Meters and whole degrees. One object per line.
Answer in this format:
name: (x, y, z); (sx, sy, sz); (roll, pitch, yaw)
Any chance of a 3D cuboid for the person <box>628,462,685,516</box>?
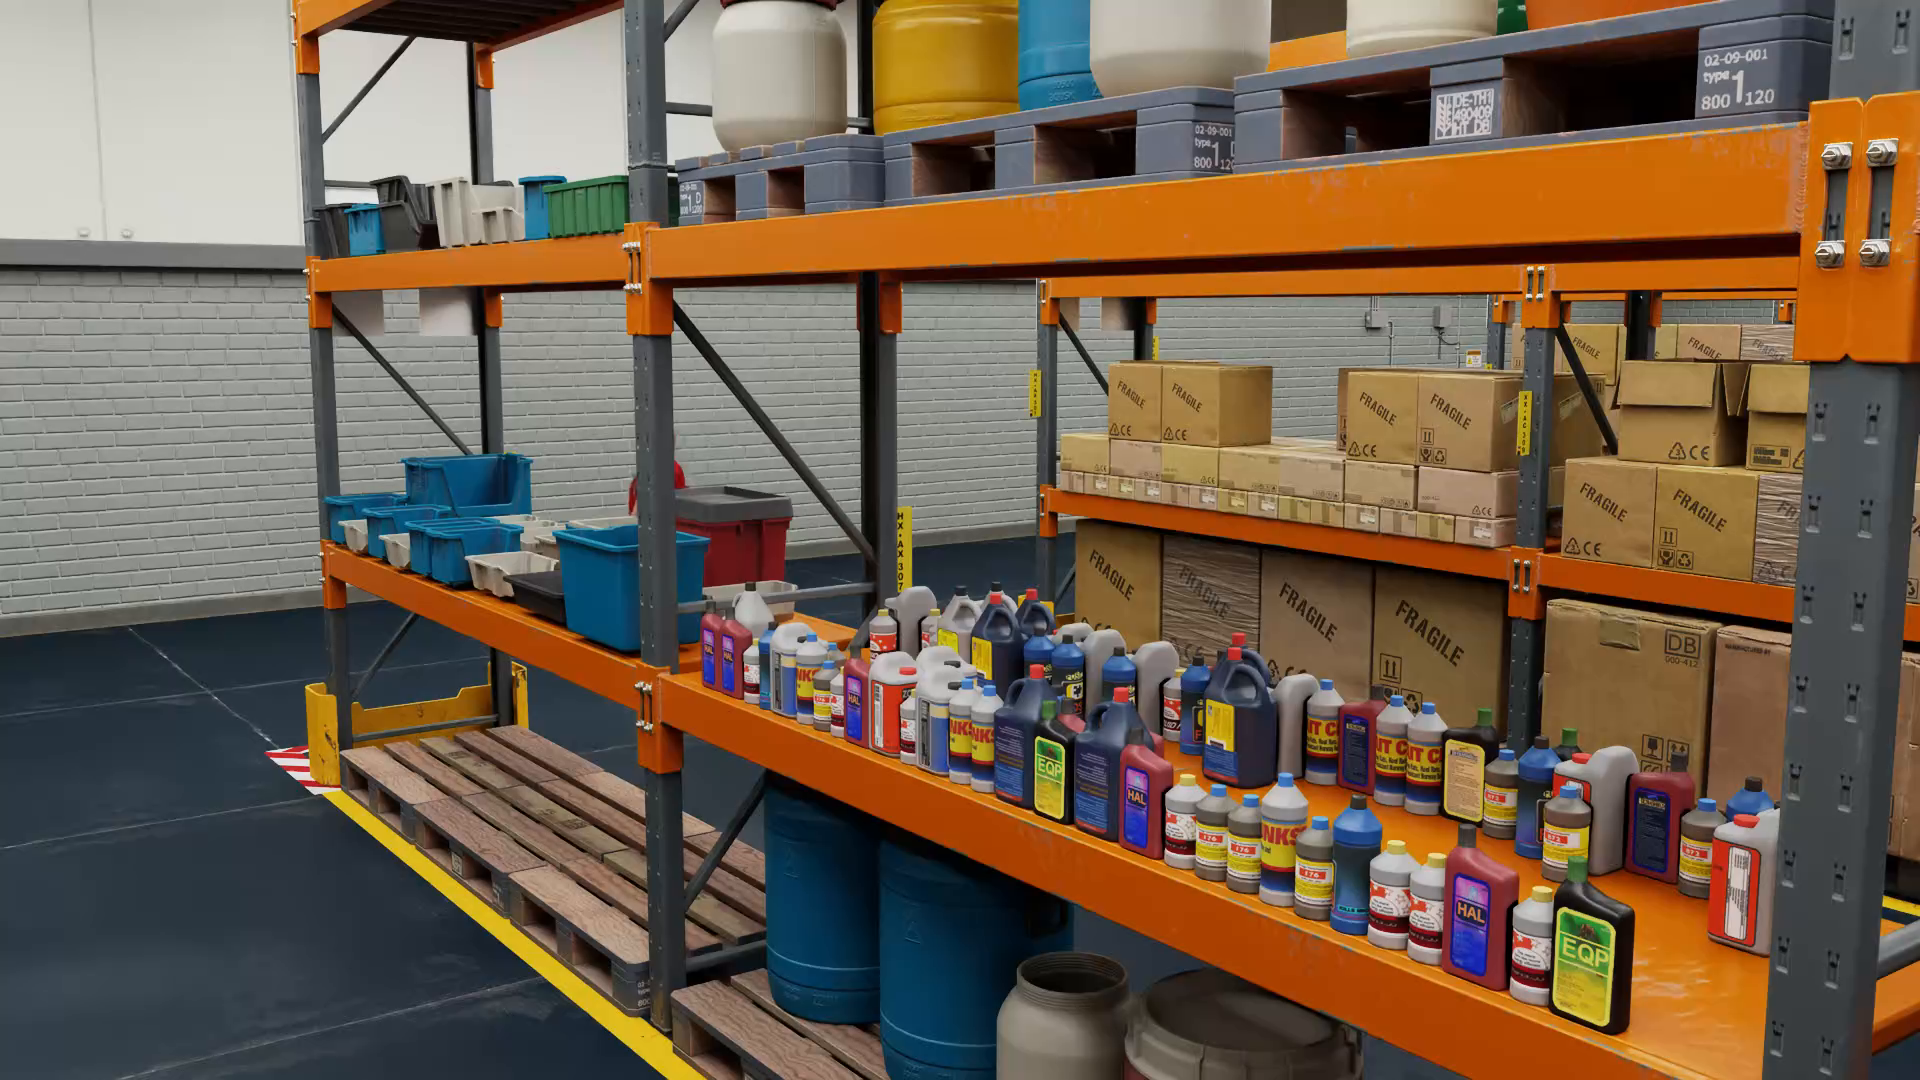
person: (-2.246, -0.005, 12.355); (0.996, 1.678, 0.531); (2, 8, 16)
